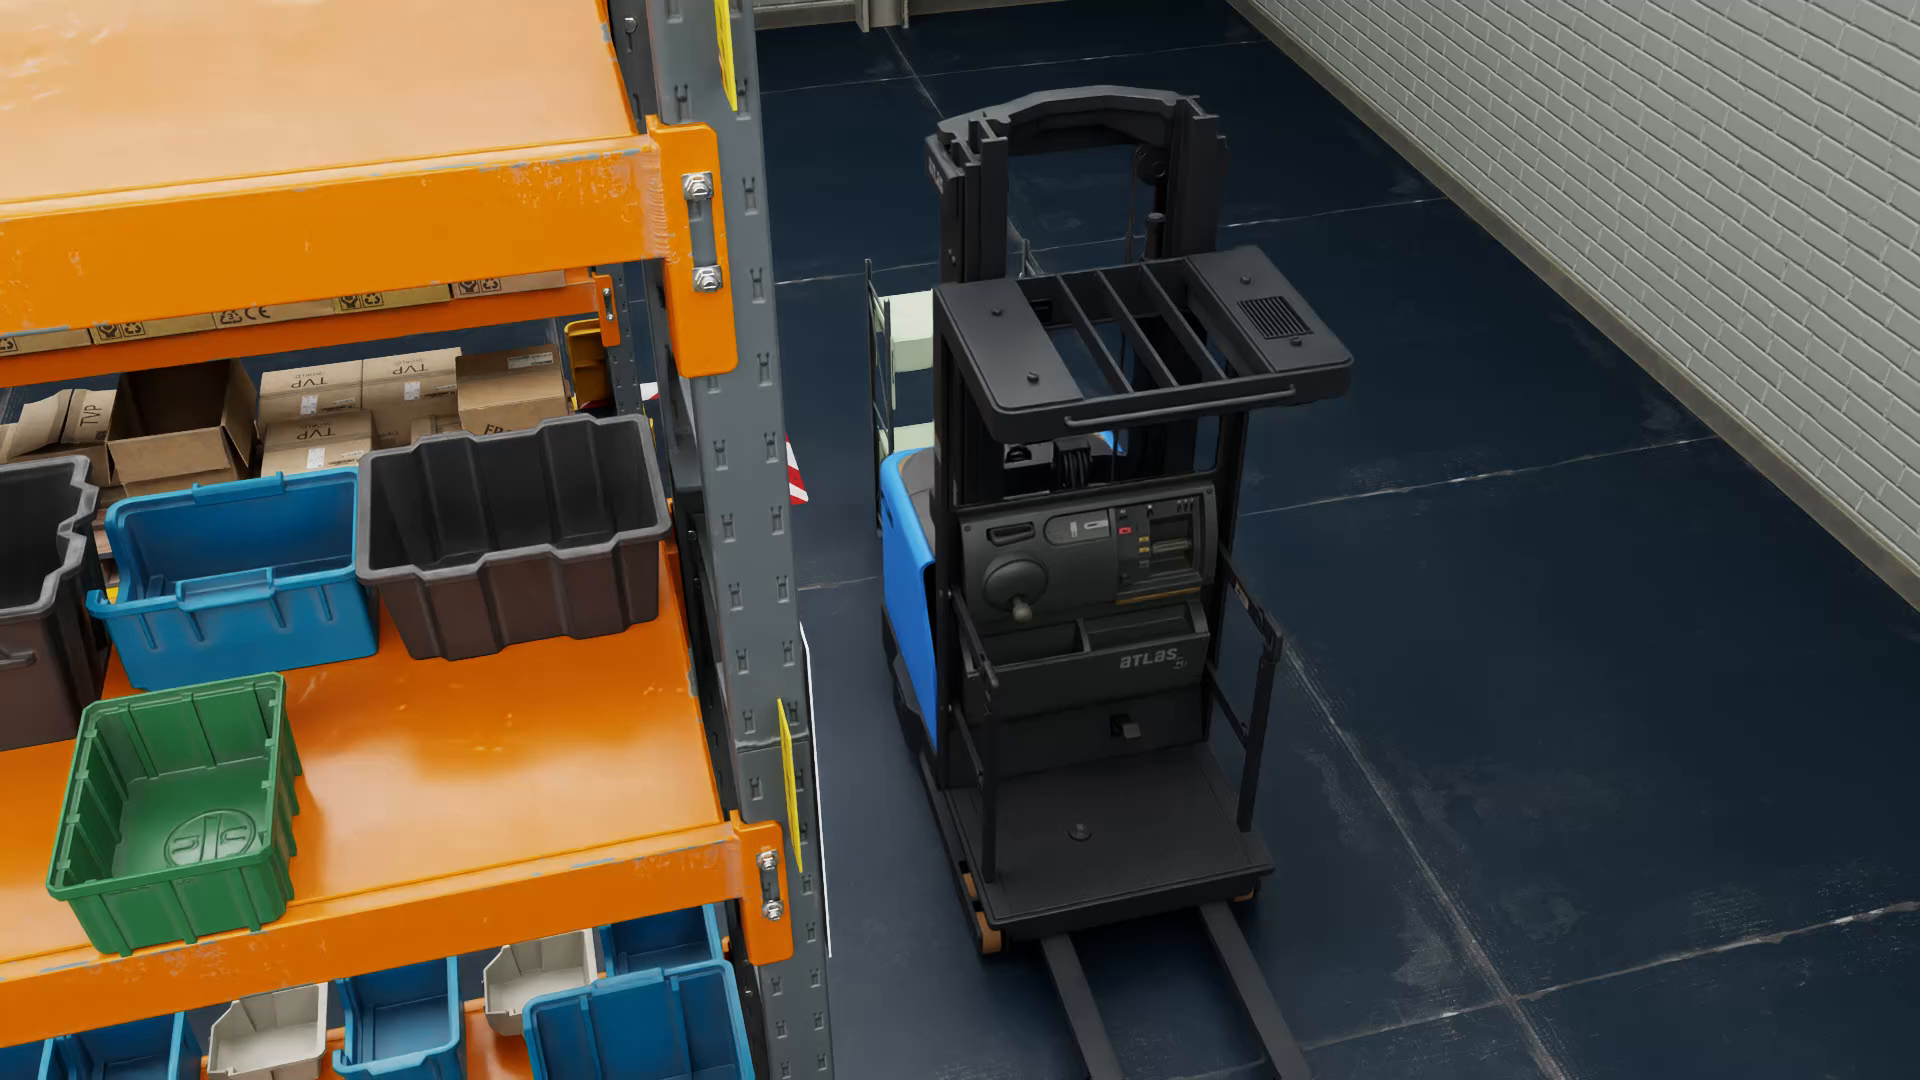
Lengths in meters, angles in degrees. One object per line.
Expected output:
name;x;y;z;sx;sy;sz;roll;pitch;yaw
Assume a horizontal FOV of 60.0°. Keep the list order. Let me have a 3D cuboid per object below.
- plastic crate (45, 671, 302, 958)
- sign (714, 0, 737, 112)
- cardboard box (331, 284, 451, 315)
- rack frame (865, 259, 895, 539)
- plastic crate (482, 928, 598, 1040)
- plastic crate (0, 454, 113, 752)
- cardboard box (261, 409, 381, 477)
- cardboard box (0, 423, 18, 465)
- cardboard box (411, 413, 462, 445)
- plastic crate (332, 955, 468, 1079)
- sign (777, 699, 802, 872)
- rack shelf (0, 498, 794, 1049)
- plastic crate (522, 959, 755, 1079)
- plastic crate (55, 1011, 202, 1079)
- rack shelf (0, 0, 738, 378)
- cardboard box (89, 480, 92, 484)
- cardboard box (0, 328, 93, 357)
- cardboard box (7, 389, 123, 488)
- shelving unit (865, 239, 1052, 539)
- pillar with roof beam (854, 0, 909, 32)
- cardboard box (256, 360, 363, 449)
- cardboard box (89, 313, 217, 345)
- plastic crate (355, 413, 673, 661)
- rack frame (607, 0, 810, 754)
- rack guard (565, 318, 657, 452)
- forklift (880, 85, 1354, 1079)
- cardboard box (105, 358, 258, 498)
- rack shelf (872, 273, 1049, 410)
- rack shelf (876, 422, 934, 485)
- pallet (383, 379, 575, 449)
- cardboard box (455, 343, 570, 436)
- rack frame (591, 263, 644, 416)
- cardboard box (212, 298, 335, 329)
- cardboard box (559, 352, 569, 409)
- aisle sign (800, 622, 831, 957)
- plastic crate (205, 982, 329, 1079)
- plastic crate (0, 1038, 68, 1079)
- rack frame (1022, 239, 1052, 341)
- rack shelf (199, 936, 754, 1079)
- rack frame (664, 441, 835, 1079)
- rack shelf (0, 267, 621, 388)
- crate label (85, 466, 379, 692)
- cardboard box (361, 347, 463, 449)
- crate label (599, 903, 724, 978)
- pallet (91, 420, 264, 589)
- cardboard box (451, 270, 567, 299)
plastic crate;-1.326;0.467;2.855;0.336;0.188;0.450;-9;38;-12
sign;-0.289;-0.684;1.983;0.005;0.325;0.100;-9;38;-12
cardboard box;-2.597;-1.380;7.483;0.500;0.500;0.500;-9;38;-12
rack frame;-0.360;-0.537;7.697;0.023;1.500;0.400;-9;38;-12
plastic crate;-1.103;1.180;4.386;0.298;0.136;0.250;-9;38;-12
plastic crate;-1.994;0.165;3.128;0.767;0.338;0.504;-9;38;-12
cardboard box;-3.121;-0.375;8.151;0.500;0.250;0.500;-9;38;-12
cardboard box;-4.775;-0.415;8.288;0.250;0.149;0.380;-9;38;-12
cardboard box;-2.611;-0.463;8.335;0.250;0.166;0.380;-9;38;-12
plastic crate;-1.408;1.244;4.223;0.300;0.233;0.416;-9;38;-12
sign;-0.289;0.421;2.828;0.005;0.325;0.100;-9;38;-12
rack shelf;-2.379;0.662;3.019;4.000;0.370;1.077;-9;38;-12
plastic crate;-0.722;1.375;3.884;0.499;0.435;0.616;-9;38;-12
plastic crate;-2.043;1.348;4.087;0.300;0.233;0.416;-9;38;-12
rack shelf;-2.379;-0.371;2.229;4.000;0.370;1.077;-9;38;-12
cardboard box;-4.303;-0.154;7.931;0.250;0.166;0.380;-9;38;-12
cardboard box;-4.057;-1.143;7.173;0.500;0.500;0.500;-10;38;-12
cardboard box;-4.397;-0.504;8.270;0.500;0.311;0.500;-9;38;-12
shelving unit;-0.006;-0.595;7.772;0.755;1.500;0.431;-9;38;-12
pillar with roof beam;0.473;-5.353;7.821;0.400;9.000;9.100;-9;38;-12
cardboard box;-3.300;-0.660;8.524;0.500;0.250;0.500;-9;38;-12
cardboard box;-3.567;-1.225;7.279;0.500;0.500;0.500;-10;39;-13
plastic crate;-0.892;0.009;3.388;0.590;0.269;0.497;-9;38;-12
rack frame;-0.448;-1.132;2.303;0.127;3.000;1.000;-9;38;-12
rack guard;-1.809;-0.651;8.668;0.348;0.500;1.175;-9;38;-12
forklift;0.514;0.117;5.664;1.130;2.935;3.031;-9;38;-11
cardboard box;-3.785;-0.506;8.114;0.637;0.503;0.797;-9;38;-12
rack shelf;-0.006;-0.905;7.535;0.720;0.370;0.431;-9;38;-12
rack shelf;-0.006;-0.336;7.970;0.720;0.370;0.431;-9;38;-12
pallet;-2.578;-0.409;8.590;1.213;0.211;1.003;-9;38;-12
cardboard box;-2.196;-0.607;8.249;0.500;0.500;0.500;-9;38;-12
rack frame;-1.736;-1.655;7.925;0.127;3.000;1.000;-9;38;-12
cardboard box;-3.080;-1.304;7.384;0.500;0.500;0.500;-9;38;-12
cardboard box;-2.229;-0.833;8.834;0.250;0.149;0.380;-9;38;-12
aisle sign;-0.302;0.379;3.126;0.004;0.787;0.394;-9;38;-12
plastic crate;-1.758;1.287;4.245;0.298;0.136;0.250;-9;38;-12
plastic crate;-2.333;1.395;4.025;0.300;0.233;0.416;-9;38;-12
rack frame;0.347;-0.653;7.848;0.023;1.500;0.400;-9;38;-12
rack shelf;-2.379;1.853;3.930;4.000;0.370;1.077;-9;38;-12
rack frame;-0.448;1.251;4.126;0.127;3.000;1.000;-9;38;-12
rack shelf;-3.666;-1.053;7.729;4.000;0.370;1.077;-9;38;-12
crate label;-1.423;0.075;3.316;0.502;0.251;0.408;-9;38;-12
cardboard box;-2.817;-0.739;8.628;0.500;0.250;0.500;-9;38;-12
crate label;-0.772;1.139;4.360;0.303;0.233;0.416;-9;38;-12
pallet;-3.754;-0.218;8.341;1.213;0.211;1.003;-9;38;-12
cardboard box;-2.097;-1.465;7.593;0.500;0.500;0.500;-8;38;-11
